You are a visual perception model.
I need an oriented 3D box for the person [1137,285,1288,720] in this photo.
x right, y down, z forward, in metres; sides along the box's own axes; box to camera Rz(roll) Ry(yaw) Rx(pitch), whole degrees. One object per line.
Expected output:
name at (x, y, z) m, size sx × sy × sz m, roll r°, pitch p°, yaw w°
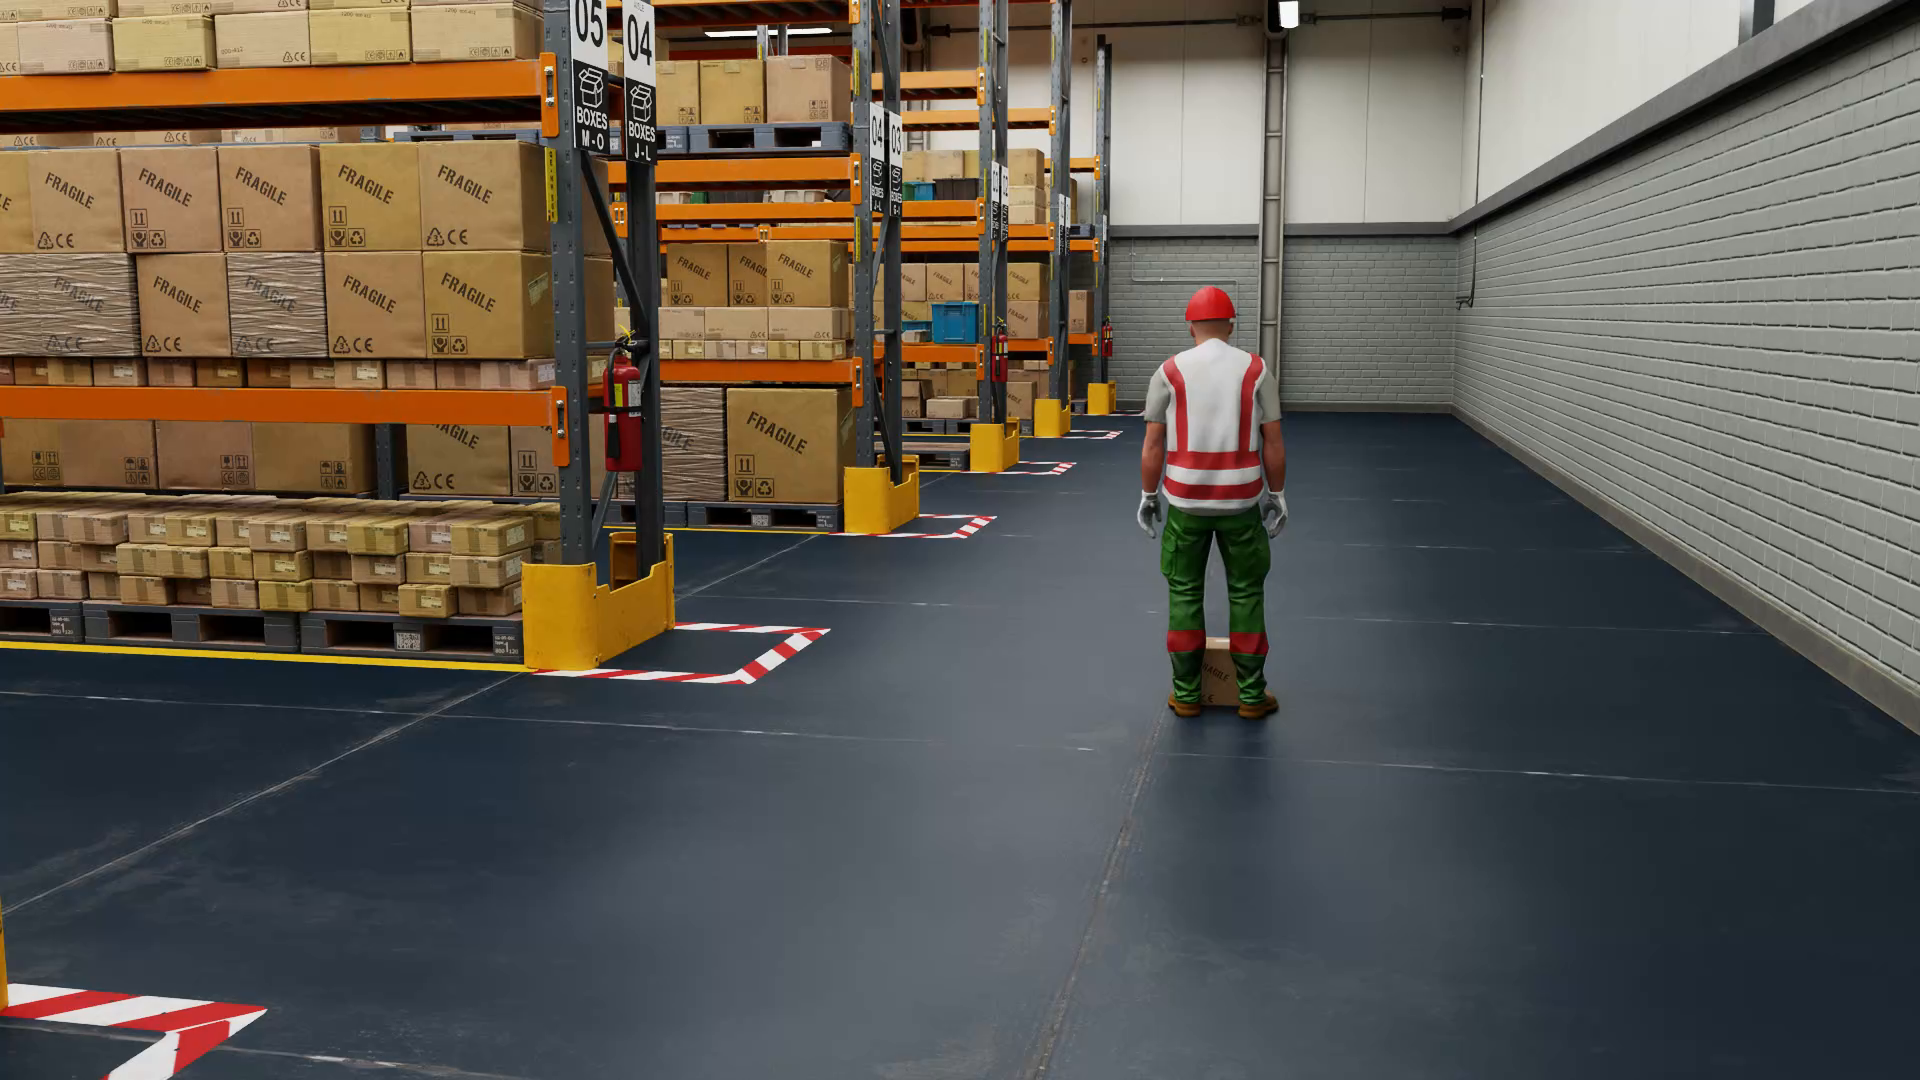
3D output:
person at (1.047, -0.157, 6.894) m, size 0.619 × 1.779 × 0.450 m, roll 1°, pitch 8°, yaw 8°
